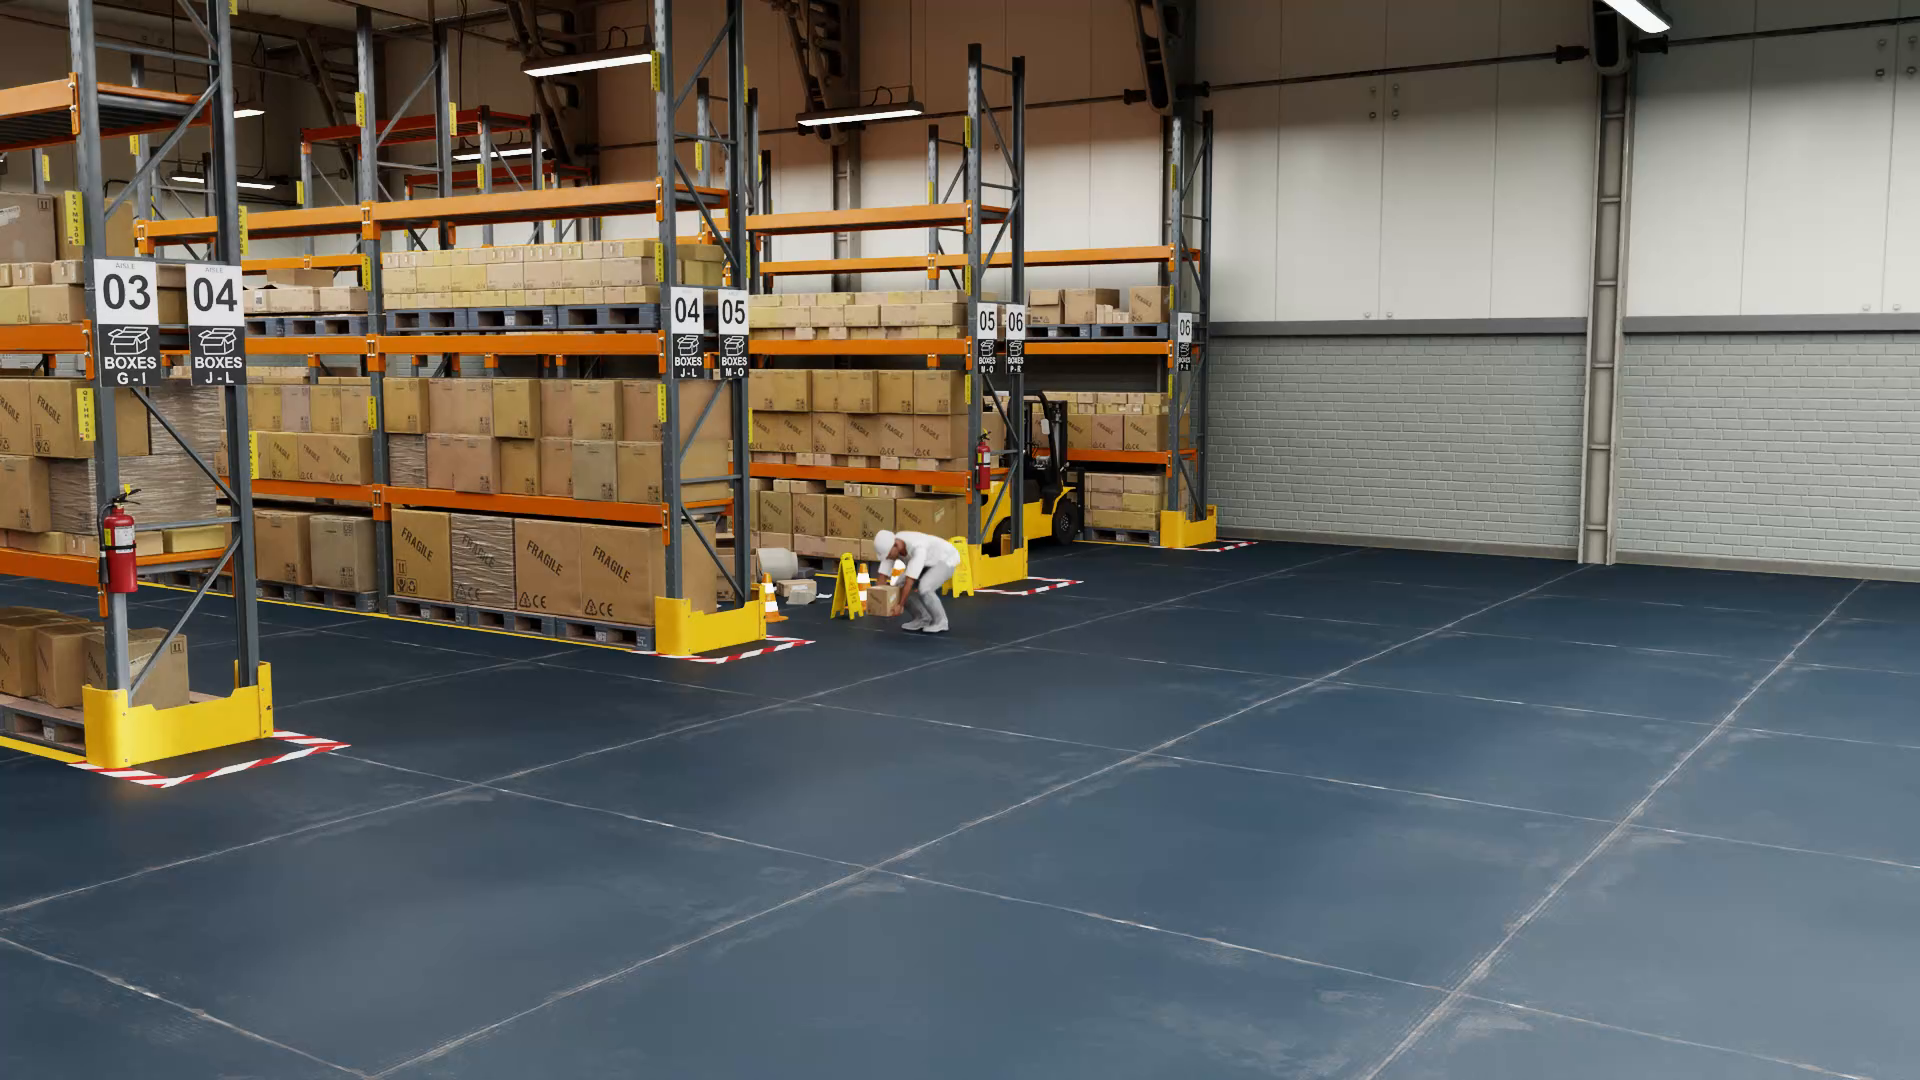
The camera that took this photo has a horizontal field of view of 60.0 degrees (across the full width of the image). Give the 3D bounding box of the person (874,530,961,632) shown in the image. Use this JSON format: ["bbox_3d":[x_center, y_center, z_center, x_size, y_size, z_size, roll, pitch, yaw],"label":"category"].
[{"bbox_3d":[-0.427,0.379,15.740,0.960,1.001,0.521,-5,8,-40],"label":"person"}]
